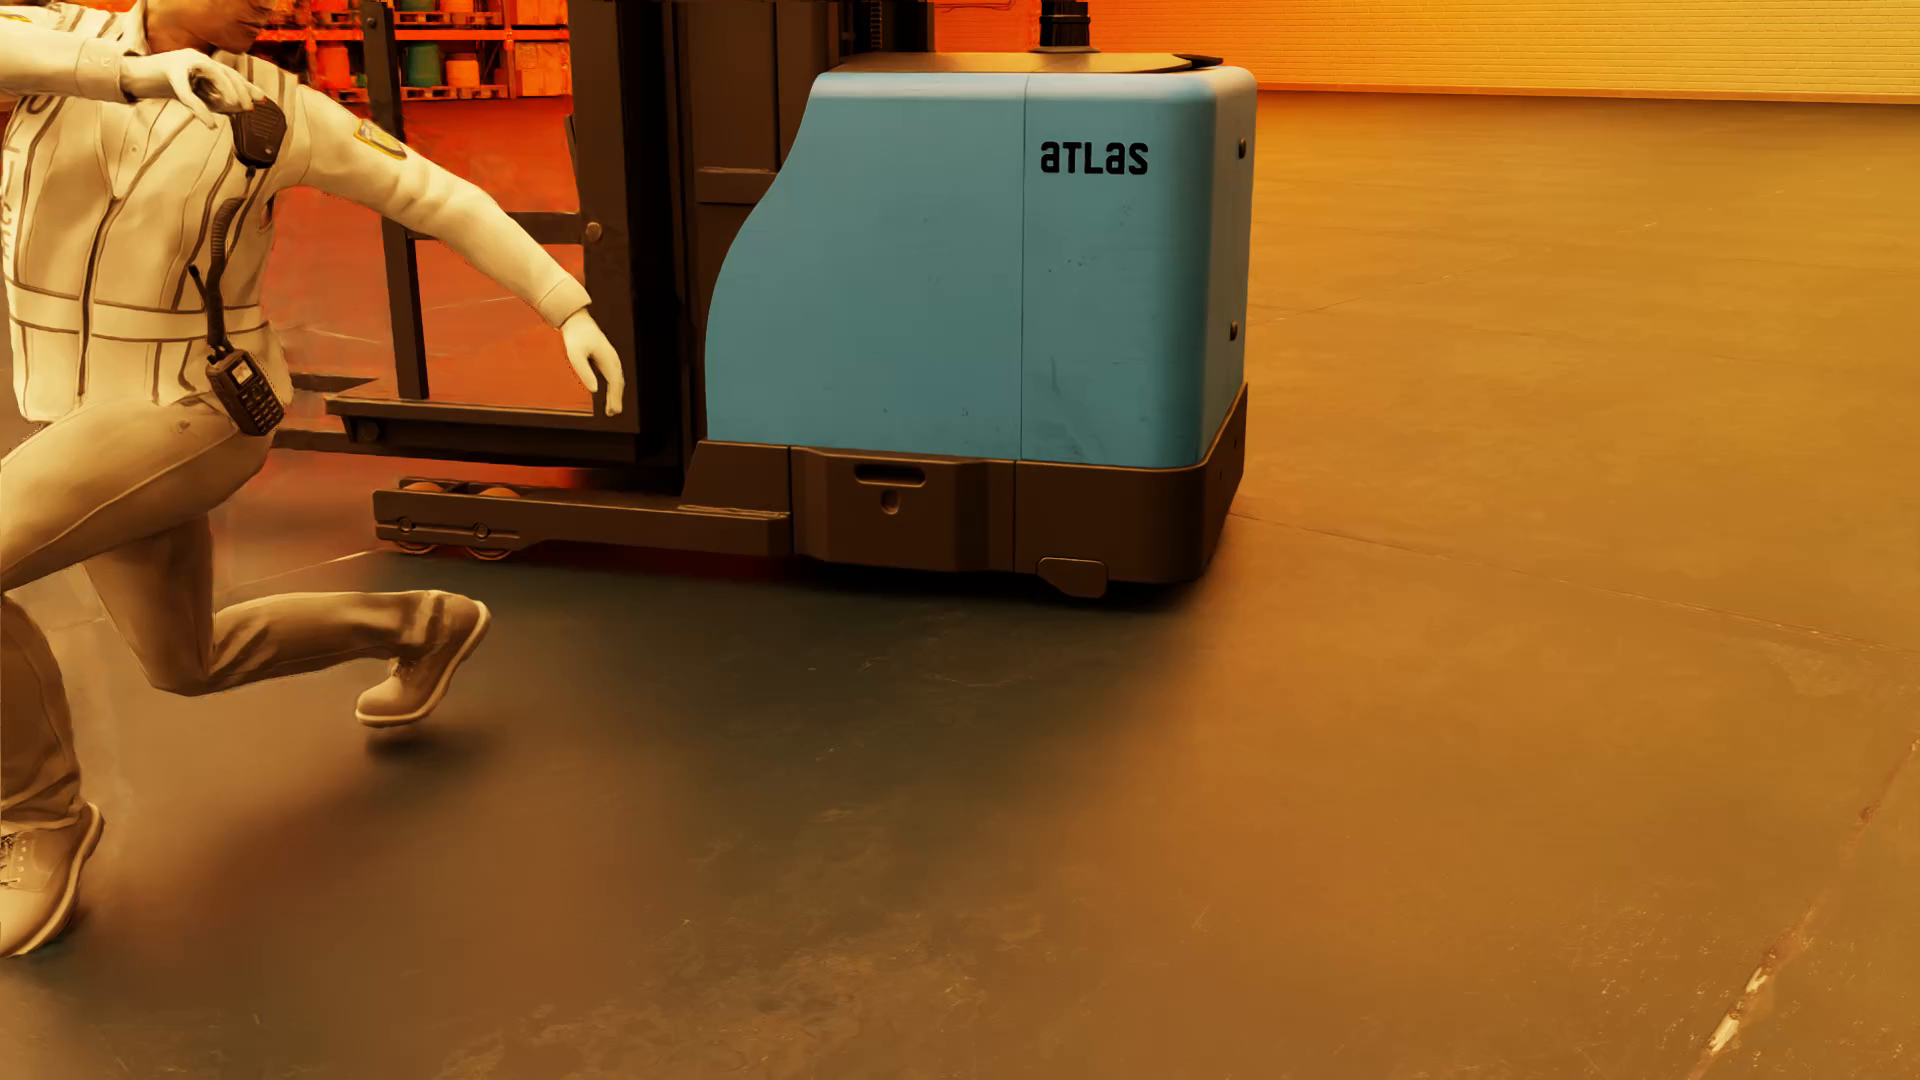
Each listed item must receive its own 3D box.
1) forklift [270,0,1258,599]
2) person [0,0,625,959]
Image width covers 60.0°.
[{"bbox_3d":[-0.849,-1.497,3.827,3.031,2.935,1.130,4,17,14],"label":"forklift"},{"bbox_3d":[-0.962,-0.216,2.319,0.744,1.416,0.934,6,18,18],"label":"person"}]
